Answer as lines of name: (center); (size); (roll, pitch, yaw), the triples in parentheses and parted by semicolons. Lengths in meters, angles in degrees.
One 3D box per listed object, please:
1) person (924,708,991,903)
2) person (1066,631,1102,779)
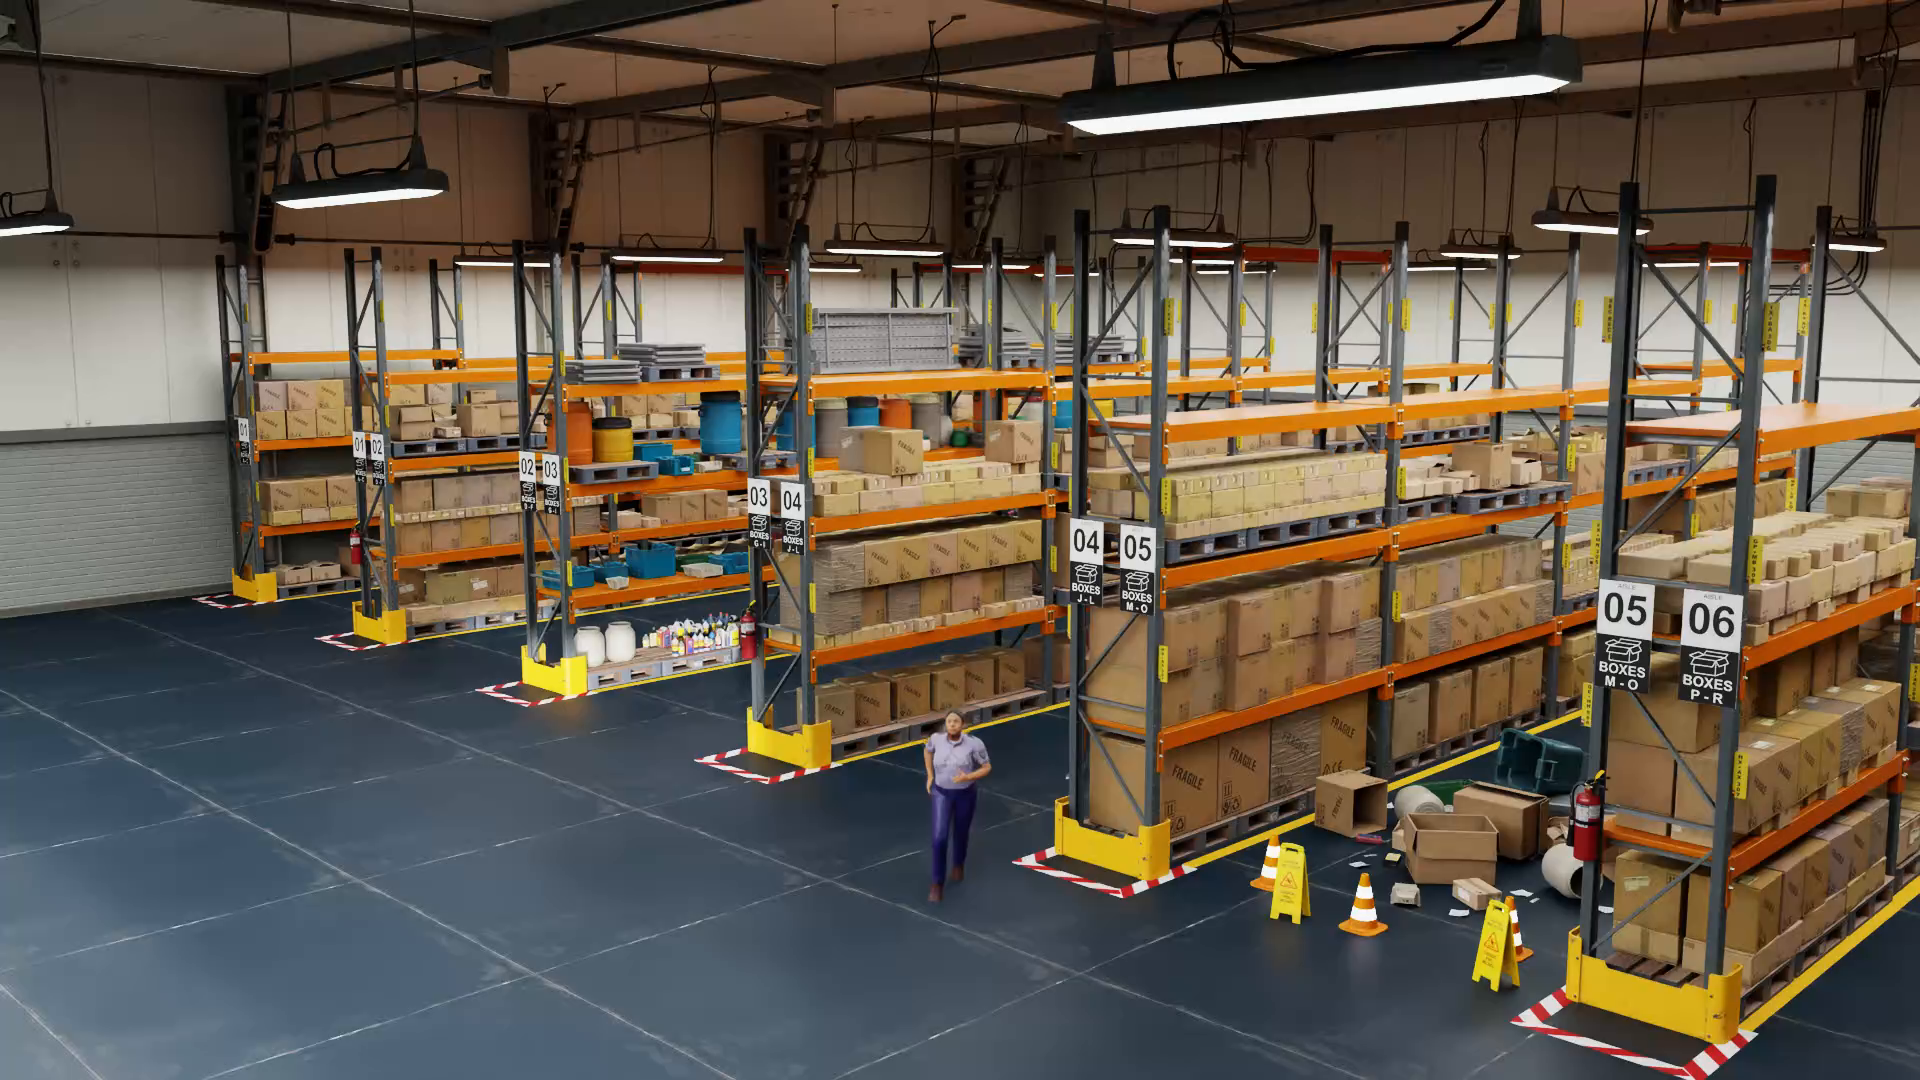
person: (-0.026, 2.309, 14.688); (0.605, 1.698, 0.708); (0, 8, 3)
person: (1.443, 1.837, 18.371); (0.528, 1.513, 0.802); (7, 10, 39)
